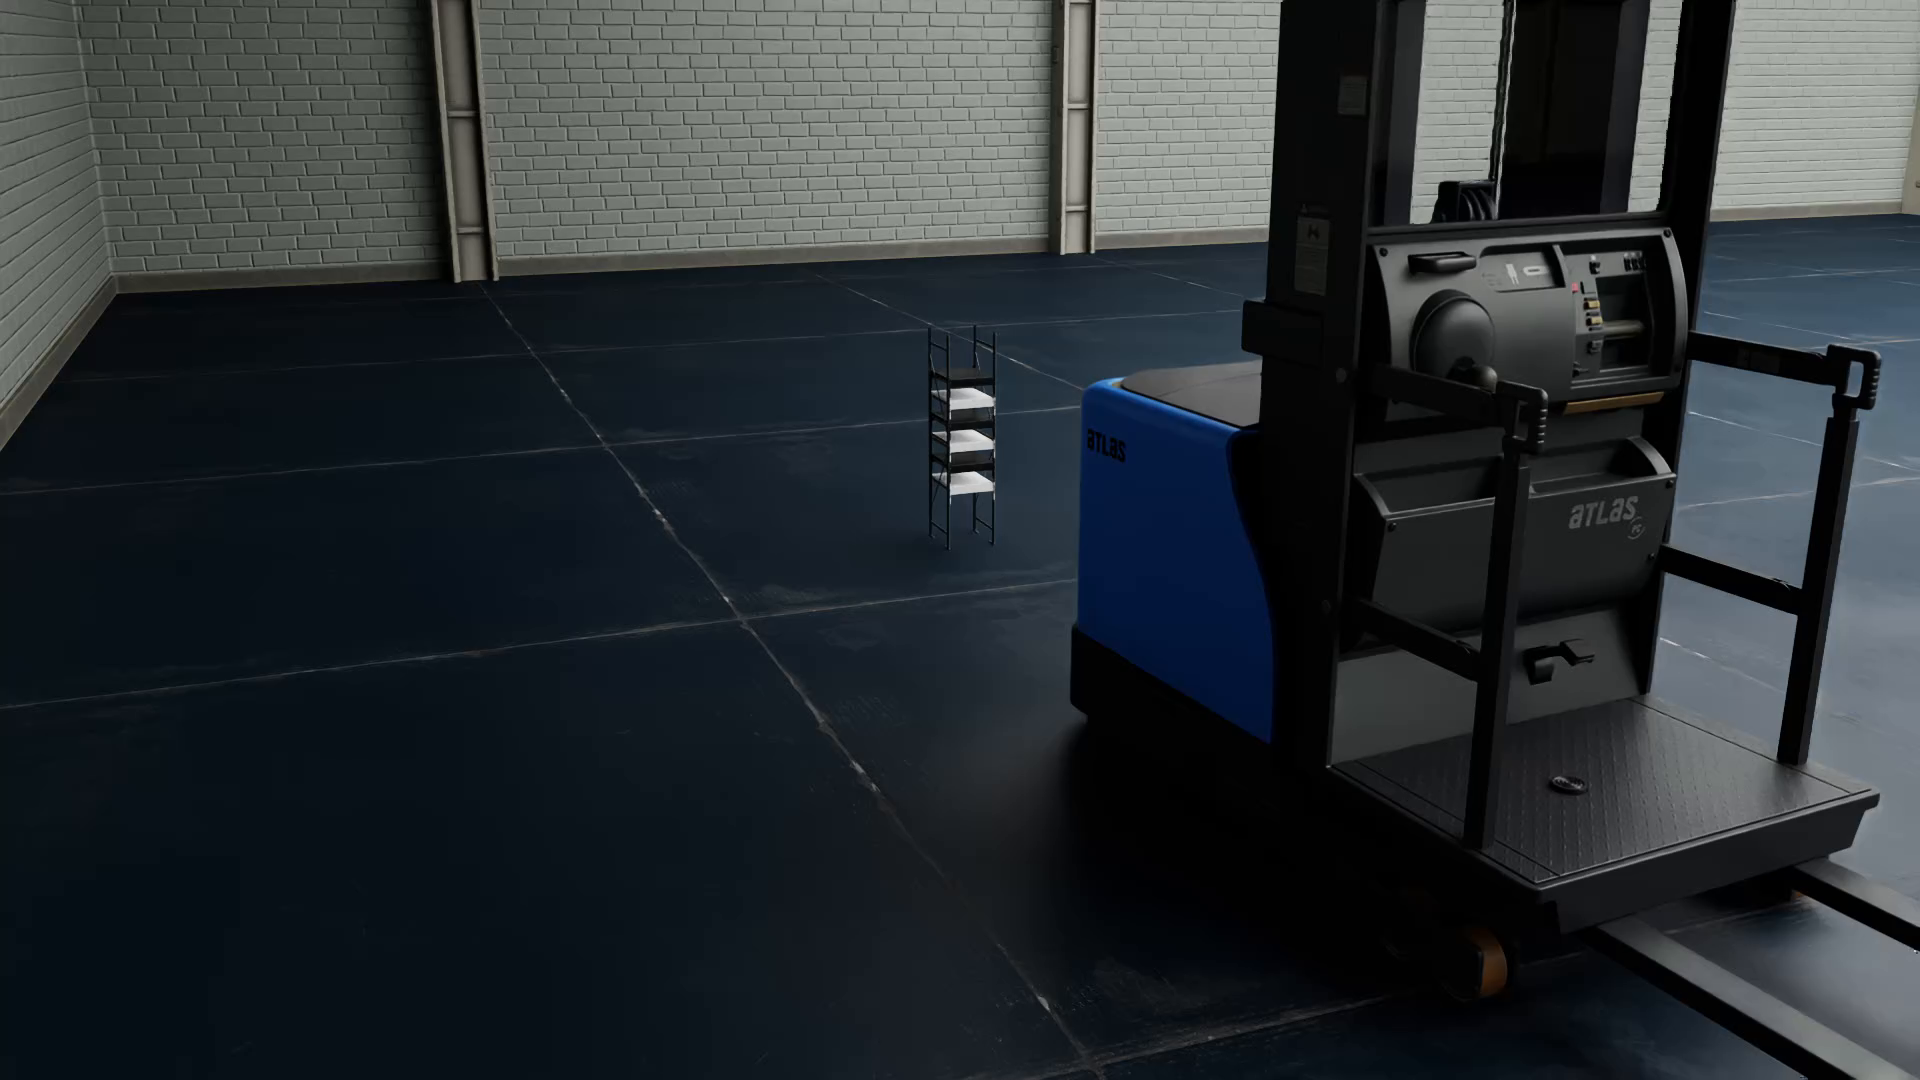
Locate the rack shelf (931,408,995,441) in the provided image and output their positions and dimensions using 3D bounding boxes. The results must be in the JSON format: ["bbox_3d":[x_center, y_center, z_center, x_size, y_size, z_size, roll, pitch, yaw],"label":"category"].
[{"bbox_3d":[0.008,-0.487,6.958,0.200,0.077,0.258,-6,17,-20],"label":"rack shelf"}]

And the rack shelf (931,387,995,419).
[{"bbox_3d":[0.008,-0.573,6.933,0.200,0.077,0.258,-6,17,-20],"label":"rack shelf"}]

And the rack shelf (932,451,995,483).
[{"bbox_3d":[0.008,-0.314,7.009,0.200,0.077,0.258,-6,17,-20],"label":"rack shelf"}]

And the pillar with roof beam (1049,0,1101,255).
[{"bbox_3d":[2.700,-6.179,12.168,0.400,9.000,9.100,-6,17,-20],"label":"pillar with roof beam"}]

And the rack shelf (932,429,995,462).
[{"bbox_3d":[0.008,-0.401,6.984,0.200,0.077,0.258,-6,17,-20],"label":"rack shelf"}]

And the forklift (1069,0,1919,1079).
[{"bbox_3d":[1.441,-0.537,3.725,1.130,2.935,3.031,-8,18,-25],"label":"forklift"}]

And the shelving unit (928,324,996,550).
[{"bbox_3d":[0.008,-0.433,6.974,0.210,0.900,0.258,-6,17,-20],"label":"shelving unit"}]

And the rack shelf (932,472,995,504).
[{"bbox_3d":[0.008,-0.228,7.034,0.200,0.077,0.258,-6,17,-20],"label":"rack shelf"}]

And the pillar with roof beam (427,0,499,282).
[{"bbox_3d":[-2.902,-5.574,10.108,0.400,9.000,9.100,-6,17,-20],"label":"pillar with roof beam"}]

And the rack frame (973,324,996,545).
[{"bbox_3d":[0.103,-0.443,7.009,0.006,0.900,0.240,-6,17,-20],"label":"rack frame"}]

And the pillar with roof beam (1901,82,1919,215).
[{"bbox_3d":[13.906,-7.389,16.288,0.400,9.000,9.100,-6,17,-20],"label":"pillar with roof beam"}]

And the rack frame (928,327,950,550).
[{"bbox_3d":[-0.087,-0.422,6.939,0.006,0.900,0.240,-6,17,-20],"label":"rack frame"}]

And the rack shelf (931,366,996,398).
[{"bbox_3d":[0.008,-0.660,6.908,0.200,0.077,0.258,-6,17,-20],"label":"rack shelf"}]
